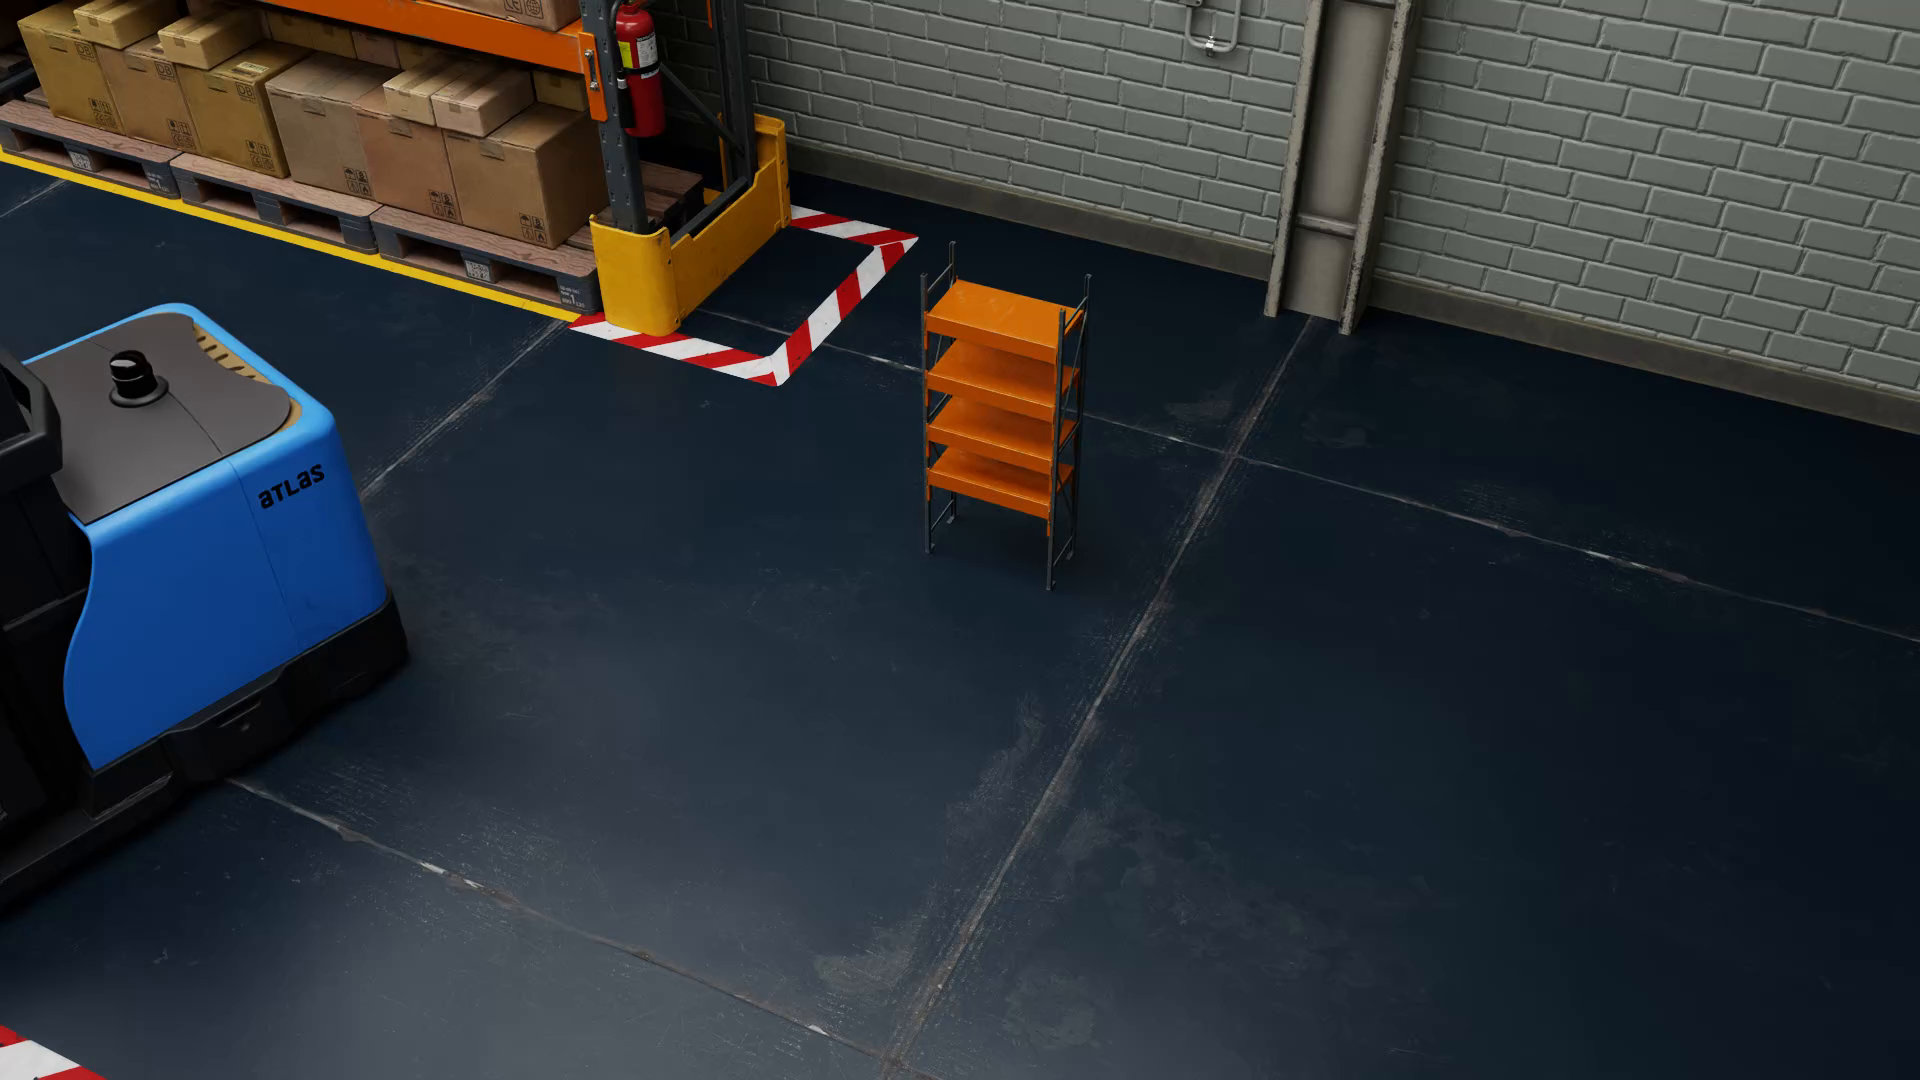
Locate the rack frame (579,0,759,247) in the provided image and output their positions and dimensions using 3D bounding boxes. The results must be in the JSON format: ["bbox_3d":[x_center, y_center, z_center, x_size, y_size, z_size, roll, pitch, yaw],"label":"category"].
[{"bbox_3d":[-1.216,-2.409,6.739,0.127,3.000,1.000,17,44,19],"label":"rack frame"}]

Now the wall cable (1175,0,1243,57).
[{"bbox_3d":[0.345,-3.000,6.645,1.851,1.984,0.084,17,44,19],"label":"wall cable"}]

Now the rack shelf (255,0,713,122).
[{"bbox_3d":[-3.028,-2.691,7.614,4.000,0.370,1.077,17,44,19],"label":"rack shelf"}]

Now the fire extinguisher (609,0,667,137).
[{"bbox_3d":[-1.274,-1.923,6.522,0.183,0.674,0.296,17,44,19],"label":"fire extinguisher"}]

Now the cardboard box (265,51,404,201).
[{"bbox_3d":[-2.802,-2.035,7.895,0.500,0.500,0.700,16,43,17],"label":"cardboard box"}]

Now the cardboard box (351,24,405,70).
[{"bbox_3d":[-2.611,-2.366,7.782,0.250,0.149,0.380,18,44,19],"label":"cardboard box"}]

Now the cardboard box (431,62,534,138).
[{"bbox_3d":[-2.086,-1.930,7.279,0.250,0.149,0.380,16,44,18],"label":"cardboard box"}]

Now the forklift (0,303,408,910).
[{"bbox_3d":[-3.274,-0.193,4.235,1.130,2.935,3.031,32,50,31],"label":"forklift"}]

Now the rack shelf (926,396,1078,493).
[{"bbox_3d":[0.150,-0.357,5.848,0.480,0.148,0.258,17,44,19],"label":"rack shelf"}]

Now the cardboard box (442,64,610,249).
[{"bbox_3d":[-1.892,-1.757,7.575,0.500,0.500,0.700,17,44,19],"label":"cardboard box"}]

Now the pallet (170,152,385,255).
[{"bbox_3d":[-3.075,-1.869,8.245,1.213,0.211,1.003,17,44,19],"label":"pallet"}]

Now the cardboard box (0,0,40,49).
[{"bbox_3d":[-5.485,-2.966,8.702,0.750,0.750,0.750,17,44,19],"label":"cardboard box"}]

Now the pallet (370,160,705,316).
[{"bbox_3d":[-1.973,-1.530,7.854,1.213,0.211,1.003,17,44,19],"label":"pallet"}]

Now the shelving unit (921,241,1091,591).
[{"bbox_3d":[0.150,-0.408,5.804,0.503,1.200,0.258,17,44,19],"label":"shelving unit"}]

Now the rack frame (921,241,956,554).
[{"bbox_3d":[-0.071,-0.475,5.882,0.015,1.200,0.240,17,44,19],"label":"rack frame"}]

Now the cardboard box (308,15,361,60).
[{"bbox_3d":[-2.844,-2.437,7.864,0.250,0.149,0.380,17,44,19],"label":"cardboard box"}]

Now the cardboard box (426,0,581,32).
[{"bbox_3d":[-1.682,-2.658,6.797,0.700,0.700,0.980,19,44,21],"label":"cardboard box"}]

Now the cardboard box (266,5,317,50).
[{"bbox_3d":[-3.073,-2.507,7.945,0.250,0.149,0.380,16,43,18],"label":"cardboard box"}]

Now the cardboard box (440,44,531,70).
[{"bbox_3d":[-2.154,-2.226,7.621,0.250,0.149,0.380,17,44,19],"label":"cardboard box"}]

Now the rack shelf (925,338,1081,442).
[{"bbox_3d":[0.150,-0.526,5.702,0.480,0.148,0.258,17,44,19],"label":"rack shelf"}]

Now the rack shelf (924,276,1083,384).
[{"bbox_3d":[0.150,-0.704,5.547,0.480,0.148,0.258,17,44,19],"label":"rack shelf"}]

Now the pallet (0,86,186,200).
[{"bbox_3d":[-4.185,-2.206,8.634,1.213,0.211,1.003,17,44,19],"label":"pallet"}]

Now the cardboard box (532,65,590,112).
[{"bbox_3d":[-1.694,-2.087,7.460,0.250,0.149,0.380,17,44,19],"label":"cardboard box"}]

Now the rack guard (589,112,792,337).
[{"bbox_3d":[-1.194,-1.458,7.550,0.348,0.500,1.175,17,44,19],"label":"rack guard"}]

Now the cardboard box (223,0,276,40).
[{"bbox_3d":[-3.308,-2.578,8.027,0.250,0.149,0.380,17,44,19],"label":"cardboard box"}]

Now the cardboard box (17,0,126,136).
[{"bbox_3d":[-4.206,-2.463,8.389,0.500,0.500,0.700,18,44,19],"label":"cardboard box"}]

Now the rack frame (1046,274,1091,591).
[{"bbox_3d":[0.371,-0.340,5.726,0.015,1.200,0.240,17,44,19],"label":"rack frame"}]

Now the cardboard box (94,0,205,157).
[{"bbox_3d":[-3.752,-2.322,8.226,0.500,0.500,0.700,17,44,18],"label":"cardboard box"}]

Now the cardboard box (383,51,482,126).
[{"bbox_3d":[-2.318,-2.000,7.360,0.250,0.149,0.380,18,44,20],"label":"cardboard box"}]

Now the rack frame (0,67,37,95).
[{"bbox_3d":[-4.841,-3.517,8.017,0.127,3.000,1.000,17,44,19],"label":"rack frame"}]

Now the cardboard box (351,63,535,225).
[{"bbox_3d":[-2.346,-1.896,7.735,0.500,0.500,0.700,17,44,19],"label":"cardboard box"}]

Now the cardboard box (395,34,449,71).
[{"bbox_3d":[-2.380,-2.296,7.701,0.250,0.149,0.380,17,44,19],"label":"cardboard box"}]

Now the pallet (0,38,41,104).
[{"bbox_3d":[-5.572,-2.632,9.125,1.213,0.211,1.003,17,44,19],"label":"pallet"}]

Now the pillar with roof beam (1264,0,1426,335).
[{"bbox_3d":[-0.223,-1.886,1.556,0.400,9.000,9.100,17,44,19],"label":"pillar with roof beam"}]

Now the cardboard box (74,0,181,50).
[{"bbox_3d":[-3.973,-2.505,7.942,0.250,0.149,0.380,18,44,20],"label":"cardboard box"}]

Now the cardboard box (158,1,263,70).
[{"bbox_3d":[-3.500,-2.360,7.776,0.250,0.149,0.380,16,43,17],"label":"cardboard box"}]

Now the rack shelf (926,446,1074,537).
[{"bbox_3d":[0.150,-0.207,5.978,0.480,0.148,0.258,17,44,19],"label":"rack shelf"}]

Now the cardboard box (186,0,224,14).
[{"bbox_3d":[-3.536,-2.649,8.108,0.250,0.149,0.380,16,43,17],"label":"cardboard box"}]

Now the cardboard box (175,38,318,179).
[{"bbox_3d":[-3.288,-2.178,8.061,0.500,0.500,0.700,18,44,20],"label":"cardboard box"}]
